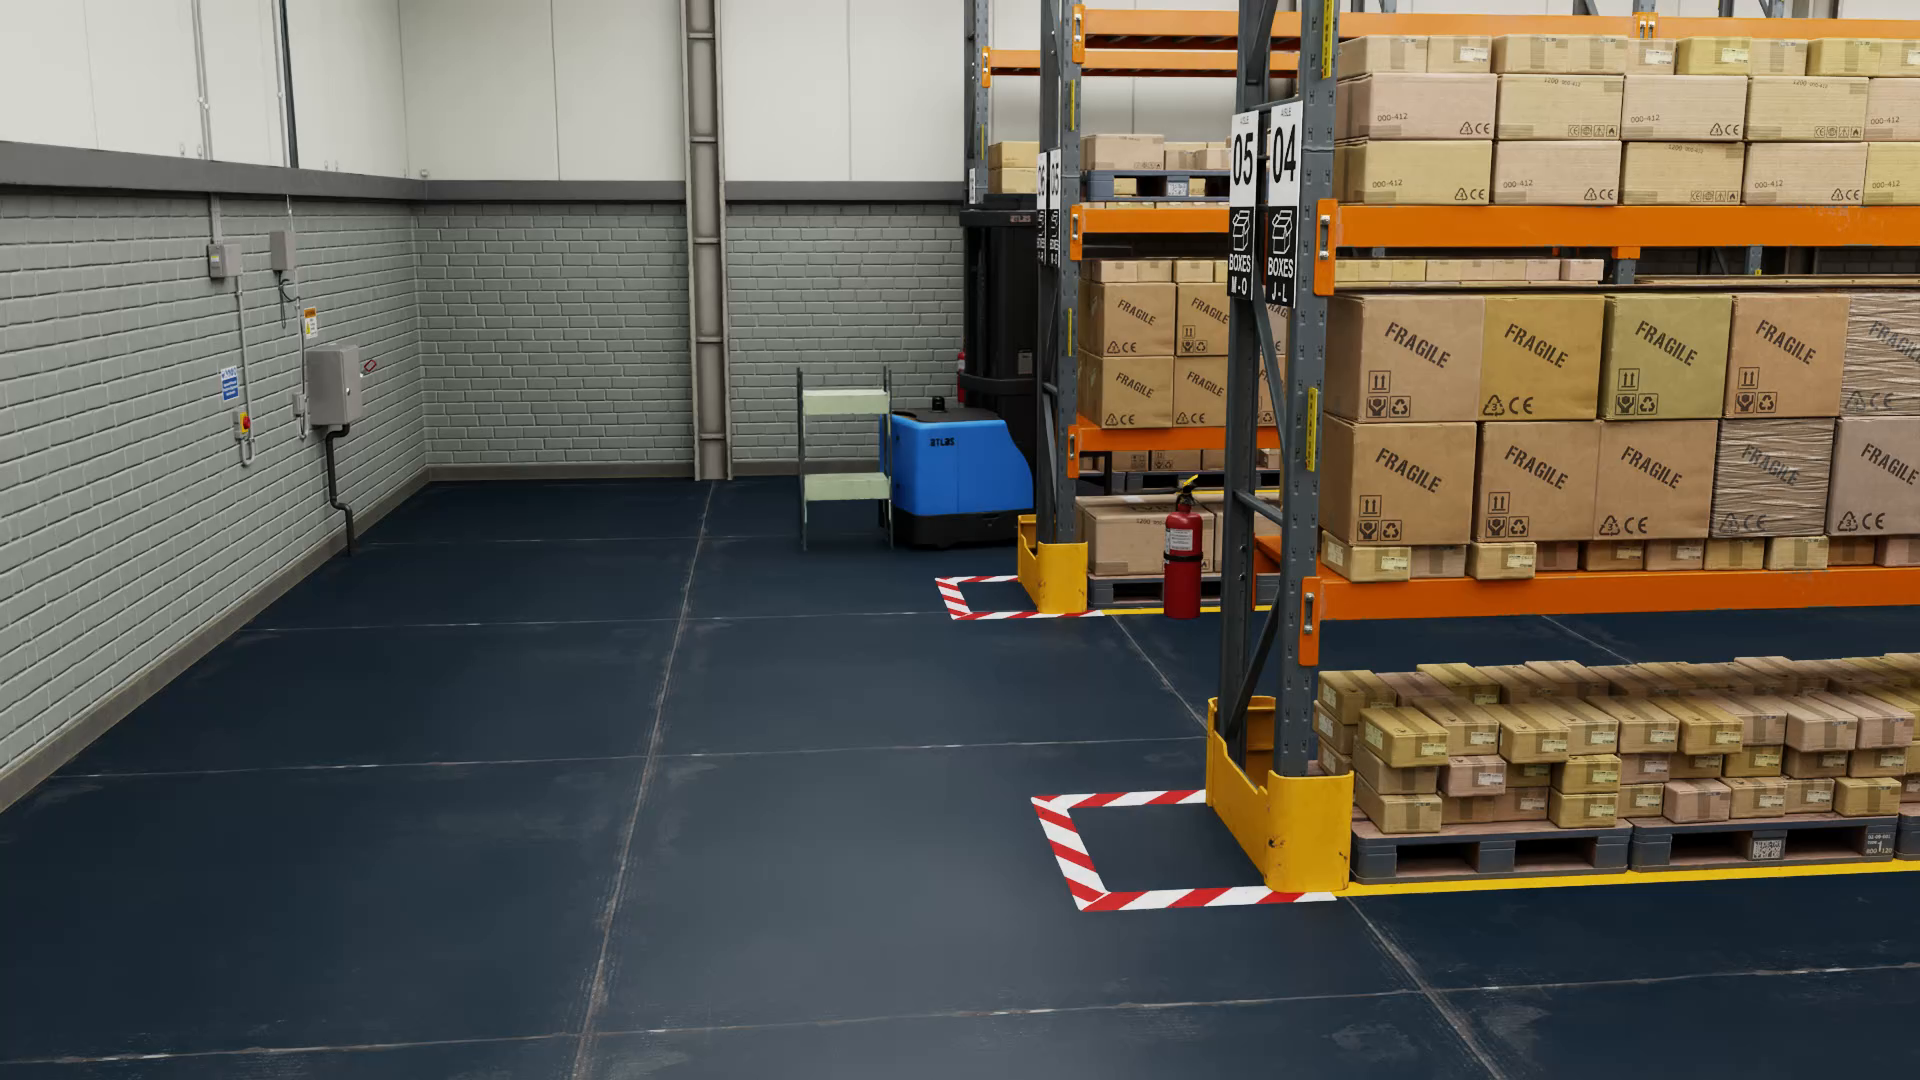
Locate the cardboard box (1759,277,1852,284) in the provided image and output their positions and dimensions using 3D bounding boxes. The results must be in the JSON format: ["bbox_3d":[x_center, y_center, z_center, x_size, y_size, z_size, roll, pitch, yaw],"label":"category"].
[{"bbox_3d":[6.141,-1.667,12.222,0.500,0.500,0.500,-1,11,-7],"label":"cardboard box"}]

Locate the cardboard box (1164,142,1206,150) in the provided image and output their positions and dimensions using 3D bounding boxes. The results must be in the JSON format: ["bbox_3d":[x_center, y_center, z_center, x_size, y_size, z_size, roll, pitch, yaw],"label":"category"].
[{"bbox_3d":[2.135,-3.799,16.464,0.500,0.250,0.500,-1,11,-5],"label":"cardboard box"}]

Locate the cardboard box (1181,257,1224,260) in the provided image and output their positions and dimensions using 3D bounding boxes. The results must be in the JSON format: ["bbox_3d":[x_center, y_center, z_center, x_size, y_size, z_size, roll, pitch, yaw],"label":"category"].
[{"bbox_3d":[1.782,-1.997,12.217,0.250,0.149,0.380,-1,11,-5],"label":"cardboard box"}]

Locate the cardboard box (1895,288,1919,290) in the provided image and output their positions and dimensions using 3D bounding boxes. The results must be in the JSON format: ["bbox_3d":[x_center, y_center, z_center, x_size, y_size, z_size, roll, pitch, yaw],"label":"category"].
[{"bbox_3d":[4.355,-0.813,7.104,0.500,0.500,0.500,-2,11,-8],"label":"cardboard box"}]

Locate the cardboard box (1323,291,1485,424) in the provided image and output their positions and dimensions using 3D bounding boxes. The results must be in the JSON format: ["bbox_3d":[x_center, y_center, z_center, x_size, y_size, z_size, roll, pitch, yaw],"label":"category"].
[{"bbox_3d":[1.805,-0.761,6.842,0.500,0.500,0.500,-1,11,-6],"label":"cardboard box"}]

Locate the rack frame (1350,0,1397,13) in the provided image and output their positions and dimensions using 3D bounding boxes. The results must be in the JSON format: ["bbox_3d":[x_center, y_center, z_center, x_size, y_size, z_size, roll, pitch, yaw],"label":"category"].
[{"bbox_3d":[4.132,-5.043,16.693,0.127,3.000,1.000,-1,11,-6],"label":"rack frame"}]

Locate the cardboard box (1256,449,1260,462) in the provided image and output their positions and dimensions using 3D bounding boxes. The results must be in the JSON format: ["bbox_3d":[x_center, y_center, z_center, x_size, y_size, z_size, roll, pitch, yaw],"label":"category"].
[{"bbox_3d":[3.018,-0.929,17.621,0.250,0.149,0.380,-1,11,-7],"label":"cardboard box"}]

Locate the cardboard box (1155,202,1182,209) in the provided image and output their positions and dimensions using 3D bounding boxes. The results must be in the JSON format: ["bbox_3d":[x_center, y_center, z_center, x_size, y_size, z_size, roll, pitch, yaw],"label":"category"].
[{"bbox_3d":[2.032,-3.340,16.457,0.250,0.149,0.380,-1,11,-6],"label":"cardboard box"}]

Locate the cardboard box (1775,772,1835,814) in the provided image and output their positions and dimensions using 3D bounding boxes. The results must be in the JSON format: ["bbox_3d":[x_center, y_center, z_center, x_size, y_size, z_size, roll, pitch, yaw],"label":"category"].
[{"bbox_3d":[3.658,1.080,7.401,0.250,0.149,0.380,-1,11,-5],"label":"cardboard box"}]

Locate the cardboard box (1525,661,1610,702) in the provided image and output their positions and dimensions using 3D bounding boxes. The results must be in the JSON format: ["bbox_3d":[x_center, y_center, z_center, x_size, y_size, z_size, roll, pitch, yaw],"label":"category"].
[{"bbox_3d":[2.854,0.691,7.839,0.250,0.149,0.380,-1,11,-4],"label":"cardboard box"}]

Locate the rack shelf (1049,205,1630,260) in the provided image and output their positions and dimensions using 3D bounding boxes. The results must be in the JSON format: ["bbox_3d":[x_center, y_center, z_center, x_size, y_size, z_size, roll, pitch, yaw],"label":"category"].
[{"bbox_3d":[2.683,-2.225,11.998,4.000,0.370,1.077,-1,11,-6],"label":"rack shelf"}]

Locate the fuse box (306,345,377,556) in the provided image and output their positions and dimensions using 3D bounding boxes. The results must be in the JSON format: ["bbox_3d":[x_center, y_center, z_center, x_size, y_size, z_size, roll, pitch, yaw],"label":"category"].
[{"bbox_3d":[-4.990,-0.716,13.575,0.414,1.711,0.539,-1,11,-6],"label":"fuse box"}]

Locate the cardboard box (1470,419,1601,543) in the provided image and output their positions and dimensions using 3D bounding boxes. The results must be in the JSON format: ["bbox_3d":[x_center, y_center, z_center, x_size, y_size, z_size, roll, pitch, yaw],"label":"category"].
[{"bbox_3d":[2.335,-0.285,7.010,0.500,0.500,0.500,-1,11,-6],"label":"cardboard box"}]

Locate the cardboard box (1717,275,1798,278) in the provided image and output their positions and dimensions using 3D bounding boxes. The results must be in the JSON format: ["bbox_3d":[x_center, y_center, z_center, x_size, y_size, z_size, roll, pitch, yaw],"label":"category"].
[{"bbox_3d":[6.108,-1.764,12.713,0.500,0.500,0.500,-1,11,-4],"label":"cardboard box"}]

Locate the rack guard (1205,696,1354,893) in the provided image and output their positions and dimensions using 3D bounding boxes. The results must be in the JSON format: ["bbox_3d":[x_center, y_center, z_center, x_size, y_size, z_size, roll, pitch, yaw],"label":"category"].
[{"bbox_3d":[1.405,1.108,7.437,0.348,0.500,1.175,-1,11,-6],"label":"rack guard"}]

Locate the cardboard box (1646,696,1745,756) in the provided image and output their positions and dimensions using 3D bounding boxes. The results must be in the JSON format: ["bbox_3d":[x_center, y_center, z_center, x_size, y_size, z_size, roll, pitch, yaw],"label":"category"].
[{"bbox_3d":[3.194,0.807,7.248,0.250,0.149,0.380,-1,11,-5],"label":"cardboard box"}]

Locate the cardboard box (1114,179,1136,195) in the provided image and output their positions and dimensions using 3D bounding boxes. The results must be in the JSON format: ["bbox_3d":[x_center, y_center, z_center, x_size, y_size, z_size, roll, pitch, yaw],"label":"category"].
[{"bbox_3d":[1.639,-3.540,16.441,0.500,0.250,0.500,-2,11,-8],"label":"cardboard box"}]

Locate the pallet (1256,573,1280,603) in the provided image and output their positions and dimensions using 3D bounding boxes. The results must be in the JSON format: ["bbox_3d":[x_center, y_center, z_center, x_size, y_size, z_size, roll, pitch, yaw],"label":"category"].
[{"bbox_3d":[2.691,0.247,12.562,1.213,0.211,1.003,-1,11,-6],"label":"pallet"}]

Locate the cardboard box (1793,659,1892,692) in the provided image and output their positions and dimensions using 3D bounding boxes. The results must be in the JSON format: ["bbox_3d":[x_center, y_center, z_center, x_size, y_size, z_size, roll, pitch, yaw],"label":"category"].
[{"bbox_3d":[4.158,0.687,7.859,0.250,0.149,0.380,-1,11,-8],"label":"cardboard box"}]

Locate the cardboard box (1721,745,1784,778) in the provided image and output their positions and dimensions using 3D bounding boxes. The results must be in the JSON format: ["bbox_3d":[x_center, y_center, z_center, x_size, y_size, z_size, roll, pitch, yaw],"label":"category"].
[{"bbox_3d":[3.446,0.925,7.416,0.250,0.149,0.380,-1,11,-3],"label":"cardboard box"}]

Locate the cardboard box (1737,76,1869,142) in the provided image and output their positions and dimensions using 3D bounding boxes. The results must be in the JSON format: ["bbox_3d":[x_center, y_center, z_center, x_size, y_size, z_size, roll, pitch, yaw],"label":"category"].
[{"bbox_3d":[3.319,-1.750,6.811,0.500,0.250,0.500,-2,11,-8],"label":"cardboard box"}]

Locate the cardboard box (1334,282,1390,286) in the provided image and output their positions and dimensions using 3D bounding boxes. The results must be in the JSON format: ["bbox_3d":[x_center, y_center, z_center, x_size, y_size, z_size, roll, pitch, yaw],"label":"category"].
[{"bbox_3d":[2.722,-1.594,11.851,0.500,0.500,0.500,-1,11,-6],"label":"cardboard box"}]

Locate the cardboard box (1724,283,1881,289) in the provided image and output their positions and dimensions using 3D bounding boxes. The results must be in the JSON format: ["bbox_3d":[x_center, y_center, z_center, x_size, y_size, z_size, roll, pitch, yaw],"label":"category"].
[{"bbox_3d":[3.813,-0.905,7.574,0.500,0.500,0.500,-1,11,-5],"label":"cardboard box"}]

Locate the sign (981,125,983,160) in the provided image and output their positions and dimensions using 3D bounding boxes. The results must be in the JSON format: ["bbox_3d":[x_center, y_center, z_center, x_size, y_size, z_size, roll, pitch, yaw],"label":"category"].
[{"bbox_3d":[0.214,-3.813,15.945,0.005,0.325,0.100,-1,11,-6],"label":"sign"}]

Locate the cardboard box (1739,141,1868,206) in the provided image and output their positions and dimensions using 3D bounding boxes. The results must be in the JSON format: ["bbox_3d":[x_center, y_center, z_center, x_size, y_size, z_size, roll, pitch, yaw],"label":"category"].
[{"bbox_3d":[3.353,-1.508,6.874,0.500,0.250,0.500,-1,11,-6],"label":"cardboard box"}]

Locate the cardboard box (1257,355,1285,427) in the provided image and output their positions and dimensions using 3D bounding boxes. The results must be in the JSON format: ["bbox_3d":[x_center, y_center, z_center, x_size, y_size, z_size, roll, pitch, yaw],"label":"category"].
[{"bbox_3d":[2.210,-1.091,11.884,0.500,0.500,0.500,-1,11,-6],"label":"cardboard box"}]

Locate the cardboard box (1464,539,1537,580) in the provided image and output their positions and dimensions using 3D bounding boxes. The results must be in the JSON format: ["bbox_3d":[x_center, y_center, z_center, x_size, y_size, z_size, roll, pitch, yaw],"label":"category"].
[{"bbox_3d":[2.209,0.054,6.971,0.250,0.149,0.380,-2,11,-8],"label":"cardboard box"}]

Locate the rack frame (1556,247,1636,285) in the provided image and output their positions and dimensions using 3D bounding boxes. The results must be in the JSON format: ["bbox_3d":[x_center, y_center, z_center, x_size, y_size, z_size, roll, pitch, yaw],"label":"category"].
[{"bbox_3d":[4.671,-1.148,12.430,0.127,3.000,1.000,-1,11,-6],"label":"rack frame"}]

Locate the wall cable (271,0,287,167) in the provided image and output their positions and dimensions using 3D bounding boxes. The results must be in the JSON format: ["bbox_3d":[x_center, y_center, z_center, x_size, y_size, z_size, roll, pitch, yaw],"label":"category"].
[{"bbox_3d":[-5.008,-3.980,11.284,0.029,3.000,2.355,-1,11,-6],"label":"wall cable"}]

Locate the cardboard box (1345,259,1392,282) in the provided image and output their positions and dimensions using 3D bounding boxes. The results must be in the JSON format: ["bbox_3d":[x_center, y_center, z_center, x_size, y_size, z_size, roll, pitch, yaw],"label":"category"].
[{"bbox_3d":[2.879,-1.916,11.804,0.250,0.149,0.380,-1,11,-6],"label":"cardboard box"}]

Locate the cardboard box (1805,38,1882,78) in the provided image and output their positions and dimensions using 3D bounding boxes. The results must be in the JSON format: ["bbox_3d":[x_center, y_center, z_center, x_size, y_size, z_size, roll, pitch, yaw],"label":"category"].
[{"bbox_3d":[3.492,-1.940,6.742,0.250,0.149,0.380,-1,11,-7],"label":"cardboard box"}]

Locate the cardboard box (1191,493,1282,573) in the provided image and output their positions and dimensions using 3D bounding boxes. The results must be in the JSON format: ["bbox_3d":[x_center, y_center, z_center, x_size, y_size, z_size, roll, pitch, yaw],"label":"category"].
[{"bbox_3d":[2.249,-0.067,12.486,0.875,0.438,0.875,-1,11,-5],"label":"cardboard box"}]

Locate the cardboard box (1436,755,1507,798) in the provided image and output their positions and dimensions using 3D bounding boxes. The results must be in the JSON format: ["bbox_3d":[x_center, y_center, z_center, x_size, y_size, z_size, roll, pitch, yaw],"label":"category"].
[{"bbox_3d":[2.157,0.973,7.173,0.250,0.149,0.380,-1,11,-6],"label":"cardboard box"}]

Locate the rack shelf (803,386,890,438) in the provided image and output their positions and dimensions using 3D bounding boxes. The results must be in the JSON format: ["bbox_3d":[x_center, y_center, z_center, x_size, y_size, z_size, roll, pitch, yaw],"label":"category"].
[{"bbox_3d":[-0.970,-1.077,13.935,0.720,0.370,0.431,-2,11,-9],"label":"rack shelf"}]

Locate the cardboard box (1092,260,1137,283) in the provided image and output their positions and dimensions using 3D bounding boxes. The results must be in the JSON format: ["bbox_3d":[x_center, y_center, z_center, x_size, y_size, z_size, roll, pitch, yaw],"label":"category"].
[{"bbox_3d":[1.078,-1.877,11.605,0.250,0.149,0.380,-1,11,-5],"label":"cardboard box"}]

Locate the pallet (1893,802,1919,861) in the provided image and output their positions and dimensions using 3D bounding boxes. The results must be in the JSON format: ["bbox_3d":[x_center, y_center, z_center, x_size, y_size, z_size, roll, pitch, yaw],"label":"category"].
[{"bbox_3d":[4.643,1.188,7.775,1.213,0.211,1.003,-1,11,-6],"label":"pallet"}]

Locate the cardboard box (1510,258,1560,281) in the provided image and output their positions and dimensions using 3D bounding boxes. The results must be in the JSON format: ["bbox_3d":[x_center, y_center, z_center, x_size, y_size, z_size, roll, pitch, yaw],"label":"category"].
[{"bbox_3d":[4.126,-1.954,11.996,0.250,0.149,0.380,-1,11,-5],"label":"cardboard box"}]

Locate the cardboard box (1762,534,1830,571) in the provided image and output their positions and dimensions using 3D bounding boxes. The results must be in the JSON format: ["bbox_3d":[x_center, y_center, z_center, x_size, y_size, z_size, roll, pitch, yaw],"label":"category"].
[{"bbox_3d":[3.501,0.020,7.142,0.250,0.149,0.380,-1,11,-5],"label":"cardboard box"}]

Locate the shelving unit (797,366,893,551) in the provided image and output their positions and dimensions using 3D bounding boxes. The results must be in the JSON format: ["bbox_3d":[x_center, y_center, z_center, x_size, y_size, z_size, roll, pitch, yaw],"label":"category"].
[{"bbox_3d":[-0.970,-0.694,14.011,0.755,1.500,0.431,-2,11,-9],"label":"shelving unit"}]

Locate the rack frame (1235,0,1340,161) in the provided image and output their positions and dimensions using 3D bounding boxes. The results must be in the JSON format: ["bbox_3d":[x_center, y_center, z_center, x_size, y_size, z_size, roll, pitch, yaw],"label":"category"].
[{"bbox_3d":[1.330,-3.061,6.610,0.127,3.000,1.000,-1,11,-6],"label":"rack frame"}]

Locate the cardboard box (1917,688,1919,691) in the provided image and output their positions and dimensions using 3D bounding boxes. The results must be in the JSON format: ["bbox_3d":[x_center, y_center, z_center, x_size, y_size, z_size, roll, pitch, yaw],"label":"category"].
[{"bbox_3d":[4.484,0.777,7.399,0.250,0.149,0.380,-1,11,-7],"label":"cardboard box"}]

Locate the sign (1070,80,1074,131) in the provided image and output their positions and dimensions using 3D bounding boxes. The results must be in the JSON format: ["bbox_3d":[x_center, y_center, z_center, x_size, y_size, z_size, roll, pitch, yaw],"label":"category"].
[{"bbox_3d":[0.749,-2.897,11.083,0.005,0.325,0.100,-1,11,-6],"label":"sign"}]

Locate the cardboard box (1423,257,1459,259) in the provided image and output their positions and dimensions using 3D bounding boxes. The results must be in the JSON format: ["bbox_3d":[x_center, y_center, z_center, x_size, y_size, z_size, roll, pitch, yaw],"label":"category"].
[{"bbox_3d":[3.573,-2.034,12.404,0.250,0.149,0.380,-1,11,-6],"label":"cardboard box"}]

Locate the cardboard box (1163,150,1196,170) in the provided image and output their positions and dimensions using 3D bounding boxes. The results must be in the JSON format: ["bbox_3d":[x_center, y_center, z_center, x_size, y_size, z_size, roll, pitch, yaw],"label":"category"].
[{"bbox_3d":[1.541,-2.719,11.949,0.250,0.149,0.380,-2,11,-10],"label":"cardboard box"}]

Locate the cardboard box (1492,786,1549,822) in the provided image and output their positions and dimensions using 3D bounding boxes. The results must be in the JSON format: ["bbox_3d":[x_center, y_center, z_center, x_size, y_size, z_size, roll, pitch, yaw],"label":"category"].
[{"bbox_3d":[2.383,1.098,7.307,0.250,0.149,0.380,-1,11,-5],"label":"cardboard box"}]

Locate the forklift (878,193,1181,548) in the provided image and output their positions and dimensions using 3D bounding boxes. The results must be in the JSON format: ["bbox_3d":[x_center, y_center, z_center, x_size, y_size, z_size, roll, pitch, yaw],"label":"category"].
[{"bbox_3d":[0.846,-1.529,14.550,3.031,2.935,1.130,-5,12,-22],"label":"forklift"}]

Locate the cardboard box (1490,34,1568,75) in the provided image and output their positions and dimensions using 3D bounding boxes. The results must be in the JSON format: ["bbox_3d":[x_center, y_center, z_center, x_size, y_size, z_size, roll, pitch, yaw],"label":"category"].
[{"bbox_3d":[2.209,-1.913,6.606,0.250,0.149,0.380,-1,11,-6],"label":"cardboard box"}]

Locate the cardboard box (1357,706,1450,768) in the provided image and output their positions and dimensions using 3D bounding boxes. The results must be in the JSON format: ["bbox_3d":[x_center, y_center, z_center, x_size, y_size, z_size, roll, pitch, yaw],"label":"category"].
[{"bbox_3d":[1.887,0.838,7.089,0.250,0.149,0.380,-2,11,-9],"label":"cardboard box"}]

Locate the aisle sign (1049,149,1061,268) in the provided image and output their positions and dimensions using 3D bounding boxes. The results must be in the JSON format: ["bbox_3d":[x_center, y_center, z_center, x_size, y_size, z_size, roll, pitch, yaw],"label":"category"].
[{"bbox_3d":[0.654,-2.283,11.465,0.004,0.787,0.394,-1,11,-6],"label":"aisle sign"}]
